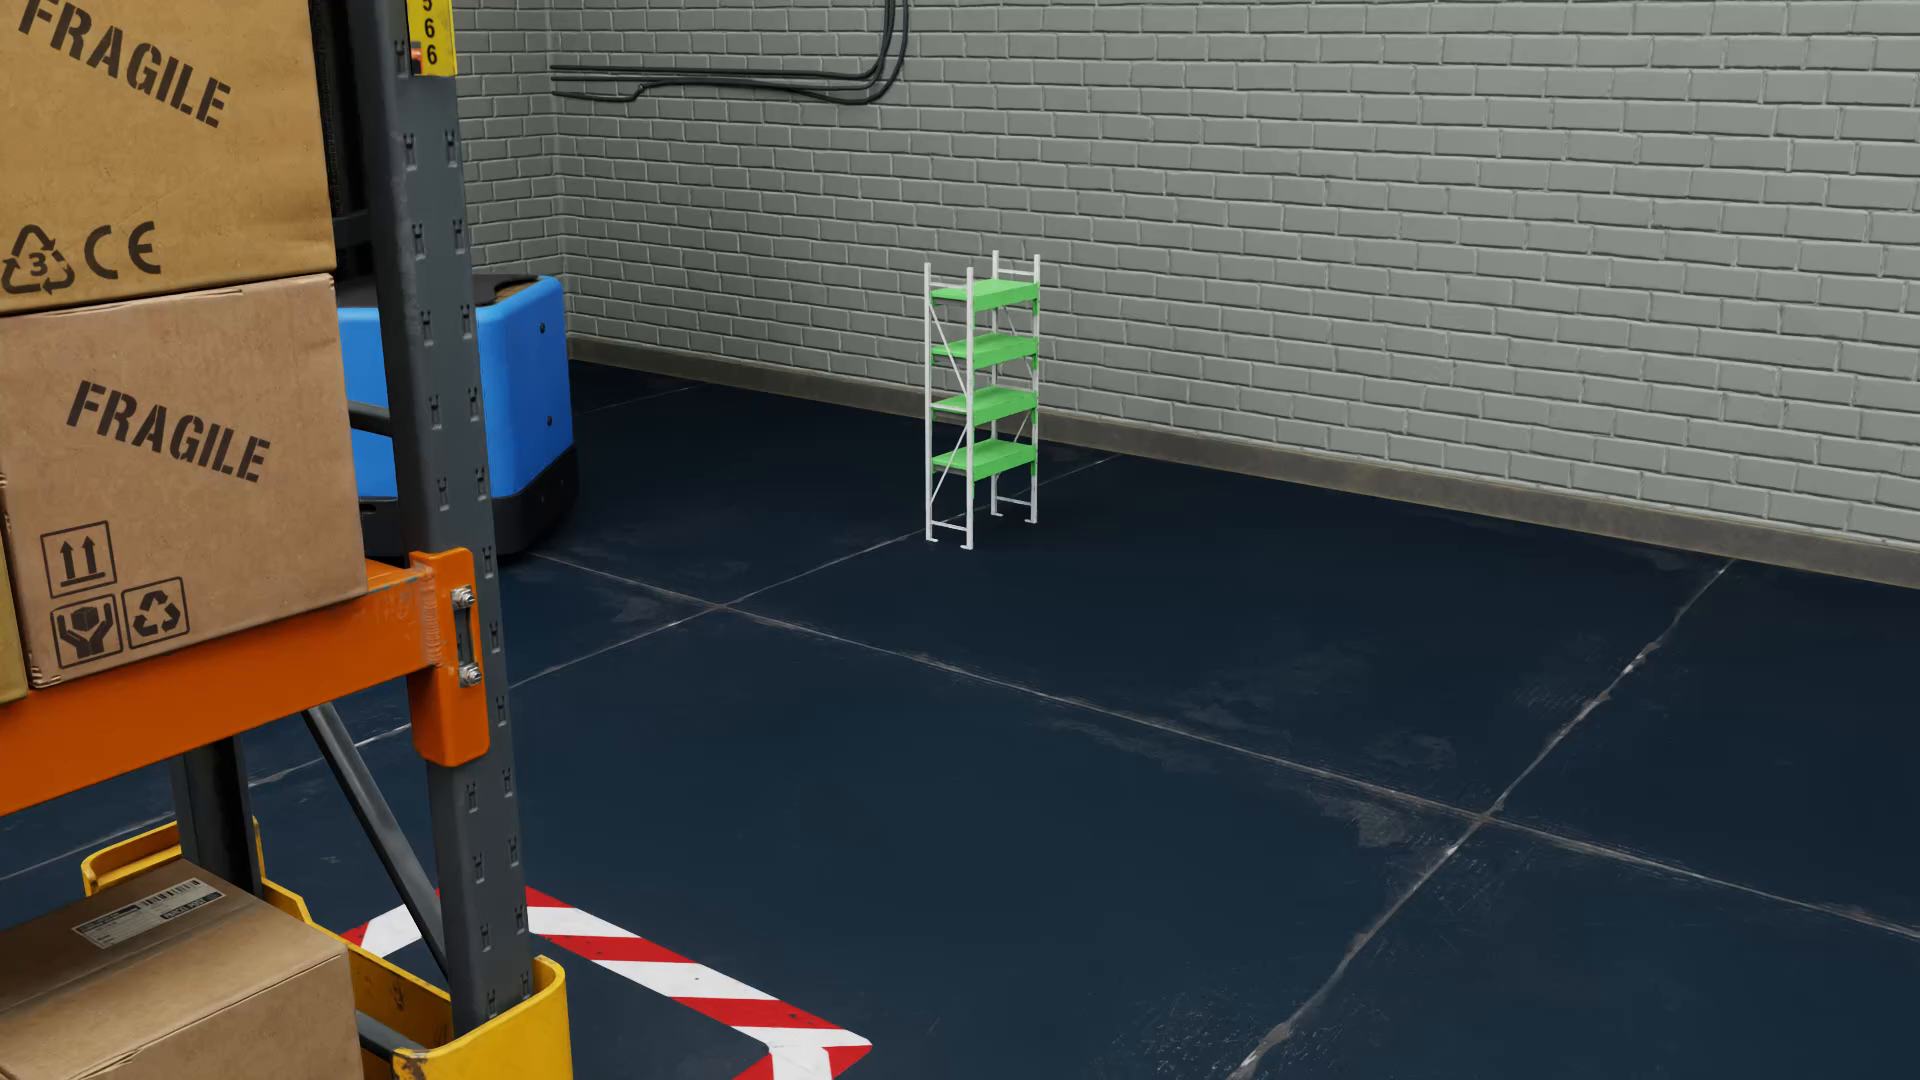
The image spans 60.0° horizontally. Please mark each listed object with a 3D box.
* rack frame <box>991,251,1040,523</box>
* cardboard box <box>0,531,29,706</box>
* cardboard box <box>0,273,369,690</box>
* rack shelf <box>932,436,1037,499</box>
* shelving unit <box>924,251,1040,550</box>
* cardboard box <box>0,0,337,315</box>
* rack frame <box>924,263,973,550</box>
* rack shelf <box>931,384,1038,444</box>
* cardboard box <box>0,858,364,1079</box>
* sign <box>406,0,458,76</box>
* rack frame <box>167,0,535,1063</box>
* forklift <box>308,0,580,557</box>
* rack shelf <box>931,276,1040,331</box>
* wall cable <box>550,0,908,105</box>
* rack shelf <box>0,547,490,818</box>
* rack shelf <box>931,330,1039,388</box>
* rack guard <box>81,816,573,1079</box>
[{"bbox_3d":[0.244,-0.671,7.380,0.240,1.200,0.015,12,21,35],"label":"rack frame"},{"bbox_3d":[-1.571,-0.016,2.068,0.500,0.500,0.500,13,21,35],"label":"cardboard box"},{"bbox_3d":[-1.264,-0.140,2.468,0.500,0.500,0.500,13,22,36],"label":"cardboard box"},{"bbox_3d":[0.099,-0.322,7.283,0.258,0.148,0.480,12,21,35],"label":"rack shelf"},{"bbox_3d":[0.099,-0.612,7.193,0.258,1.200,0.503,12,21,35],"label":"shelving unit"},{"bbox_3d":[-1.261,-0.618,2.320,0.500,0.500,0.500,12,21,34],"label":"cardboard box"},{"bbox_3d":[-0.047,-0.554,7.006,0.240,1.200,0.015,12,21,35],"label":"rack frame"},{"bbox_3d":[0.099,-0.551,7.212,0.258,0.148,0.480,12,21,35],"label":"rack shelf"},{"bbox_3d":[-1.342,0.910,2.730,0.500,0.500,0.500,12,21,35],"label":"cardboard box"},{"bbox_3d":[-0.782,-0.848,2.431,0.100,0.325,0.005,12,21,35],"label":"sign"},{"bbox_3d":[-1.216,-0.247,2.981,1.000,3.000,0.127,12,21,35],"label":"rack frame"},{"bbox_3d":[-3.292,-1.441,6.942,3.031,2.935,1.130,1,17,2],"label":"forklift"},{"bbox_3d":[0.099,-1.010,7.069,0.258,0.148,0.480,12,21,35],"label":"rack shelf"},{"bbox_3d":[-1.540,-3.788,9.503,3.097,2.526,0.112,12,21,35],"label":"wall cable"},{"bbox_3d":[-2.408,0.573,1.554,1.077,0.370,4.000,12,21,35],"label":"rack shelf"},{"bbox_3d":[0.099,-0.781,7.141,0.258,0.148,0.480,12,21,35],"label":"rack shelf"},{"bbox_3d":[-1.261,0.965,3.294,1.175,0.500,0.348,12,21,35],"label":"rack guard"}]
